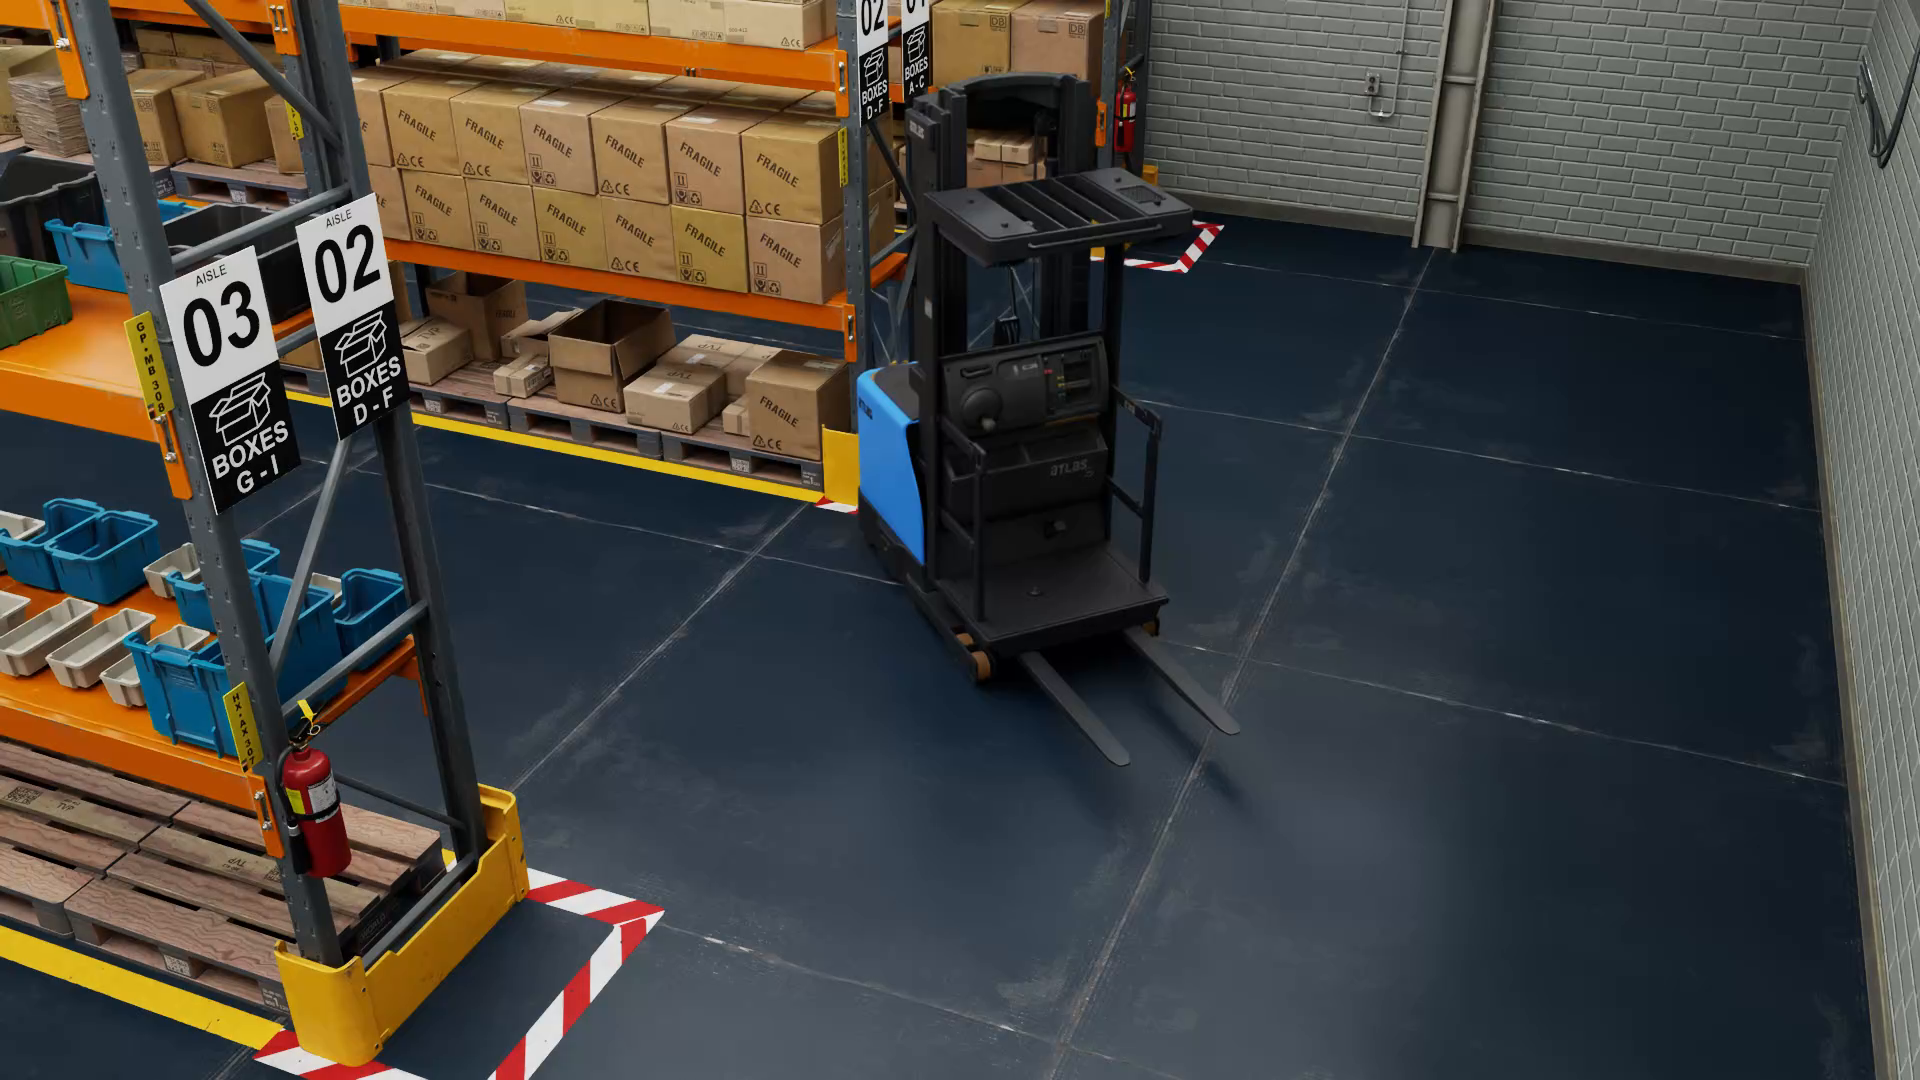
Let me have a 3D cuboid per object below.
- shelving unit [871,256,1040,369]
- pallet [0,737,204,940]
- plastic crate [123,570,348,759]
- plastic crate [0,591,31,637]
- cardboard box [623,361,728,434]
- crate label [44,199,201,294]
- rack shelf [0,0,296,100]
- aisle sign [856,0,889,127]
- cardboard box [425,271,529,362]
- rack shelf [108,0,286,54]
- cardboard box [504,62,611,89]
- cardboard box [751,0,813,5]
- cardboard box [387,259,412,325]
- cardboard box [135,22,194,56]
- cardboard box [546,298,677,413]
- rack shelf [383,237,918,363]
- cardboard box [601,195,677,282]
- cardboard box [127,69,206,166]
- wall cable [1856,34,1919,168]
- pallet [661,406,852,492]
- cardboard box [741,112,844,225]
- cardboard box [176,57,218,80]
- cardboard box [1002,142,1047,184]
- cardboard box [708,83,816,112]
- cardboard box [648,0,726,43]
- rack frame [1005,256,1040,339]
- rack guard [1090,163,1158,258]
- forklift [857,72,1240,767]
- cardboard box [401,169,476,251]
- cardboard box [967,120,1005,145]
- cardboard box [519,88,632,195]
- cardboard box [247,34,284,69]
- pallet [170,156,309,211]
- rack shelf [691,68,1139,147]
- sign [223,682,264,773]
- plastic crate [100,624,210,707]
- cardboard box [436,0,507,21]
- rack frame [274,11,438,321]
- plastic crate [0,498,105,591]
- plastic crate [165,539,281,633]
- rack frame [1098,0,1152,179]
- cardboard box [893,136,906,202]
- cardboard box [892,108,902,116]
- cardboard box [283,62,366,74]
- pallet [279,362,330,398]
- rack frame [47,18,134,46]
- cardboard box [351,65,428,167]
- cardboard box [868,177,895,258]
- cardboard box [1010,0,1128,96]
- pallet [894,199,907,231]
[{"bbox_3d":[0.022,-1.038,10.427,1.048,1.500,0.538,-18,28,-21],"label":"shelving unit"},{"bbox_3d":[-4.178,1.288,7.667,1.213,0.211,1.003,11,31,19],"label":"pallet"},{"bbox_3d":[-2.683,0.453,6.215,0.499,0.435,0.616,11,31,19],"label":"plastic crate"},{"bbox_3d":[-3.937,0.345,6.710,0.250,0.136,0.298,11,31,19],"label":"plastic crate"},{"bbox_3d":[-1.902,-0.959,11.157,0.500,0.250,0.500,11,31,19],"label":"cardboard box"},{"bbox_3d":[-3.035,-1.088,6.141,0.502,0.251,0.408,11,31,19],"label":"crate label"},{"bbox_3d":[-4.155,-2.023,5.733,4.000,0.370,1.077,11,31,19],"label":"rack shelf"},{"bbox_3d":[-0.488,-2.766,9.365,0.004,0.787,0.394,11,31,19],"label":"aisle sign"},{"bbox_3d":[-3.508,-1.654,12.132,0.500,0.500,0.500,11,31,19],"label":"cardboard box"},{"bbox_3d":[-5.996,-3.889,11.677,4.000,0.370,1.077,11,31,19],"label":"rack shelf"},{"bbox_3d":[-2.634,-2.843,11.025,0.500,0.500,0.500,12,31,20],"label":"cardboard box"},{"bbox_3d":[-1.008,-3.224,9.412,0.500,0.250,0.500,11,31,19],"label":"cardboard box"},{"bbox_3d":[-4.499,-1.831,12.445,0.500,0.500,0.500,10,31,17],"label":"cardboard box"},{"bbox_3d":[-8.599,-5.487,18.152,0.500,0.250,0.500,11,31,18],"label":"cardboard box"},{"bbox_3d":[-2.400,-1.286,11.478,0.637,0.503,0.797,11,31,19],"label":"cardboard box"},{"bbox_3d":[-2.289,-1.844,11.106,4.000,0.370,1.077,11,31,19],"label":"rack shelf"},{"bbox_3d":[-1.896,-1.978,10.511,0.500,0.500,0.500,12,31,20],"label":"cardboard box"},{"bbox_3d":[-5.803,-3.052,11.984,0.500,0.500,0.700,4,30,6],"label":"cardboard box"},{"bbox_3d":[6.529,-4.097,11.420,0.112,2.526,3.097,11,31,19],"label":"wall cable"},{"bbox_3d":[-1.246,-0.734,11.245,1.213,0.211,1.003,11,31,19],"label":"pallet"},{"bbox_3d":[-0.952,-2.222,9.927,0.500,0.500,0.500,11,31,19],"label":"cardboard box"},{"bbox_3d":[-8.053,-5.055,18.150,0.500,0.500,0.700,12,32,20],"label":"cardboard box"},{"bbox_3d":[0.737,-3.225,14.931,0.500,0.500,0.700,11,31,19],"label":"cardboard box"},{"bbox_3d":[-1.236,-2.561,10.526,0.500,0.500,0.500,12,31,20],"label":"cardboard box"},{"bbox_3d":[-1.471,-3.100,9.701,0.500,0.250,0.500,11,31,19],"label":"cardboard box"},{"bbox_3d":[0.473,-1.184,10.611,0.032,1.500,0.500,-18,28,-21],"label":"rack frame"},{"bbox_3d":[1.445,-2.953,14.879,0.348,0.500,1.175,11,31,19],"label":"rack guard"},{"bbox_3d":[0.441,-0.764,8.534,1.130,2.935,3.031,-12,32,-21],"label":"forklift"},{"bbox_3d":[-3.297,-2.258,11.007,0.500,0.500,0.500,12,32,20],"label":"cardboard box"},{"bbox_3d":[0.226,-3.715,15.140,0.250,0.149,0.380,12,31,20],"label":"cardboard box"},{"bbox_3d":[-2.379,-2.504,10.426,0.500,0.500,0.500,12,32,21],"label":"cardboard box"},{"bbox_3d":[-7.182,-5.199,17.643,0.500,0.250,0.500,12,32,20],"label":"cardboard box"},{"bbox_3d":[-4.842,-2.641,11.980,1.213,0.211,1.003,11,31,19],"label":"pallet"},{"bbox_3d":[-0.430,-4.103,15.103,4.000,0.370,1.077,11,31,19],"label":"rack shelf"},{"bbox_3d":[-2.494,0.654,5.790,0.005,0.325,0.100,11,31,19],"label":"sign"},{"bbox_3d":[-3.126,0.491,6.450,0.243,0.136,0.396,11,31,19],"label":"plastic crate"},{"bbox_3d":[-2.861,-3.377,10.192,0.500,0.250,0.500,11,31,19],"label":"cardboard box"},{"bbox_3d":[-4.143,-2.527,11.583,0.127,3.000,1.000,11,31,19],"label":"rack frame"},{"bbox_3d":[-3.905,0.023,7.181,0.300,0.233,0.416,11,31,19],"label":"plastic crate"},{"bbox_3d":[-3.017,0.200,6.868,0.300,0.233,0.416,11,31,19],"label":"plastic crate"},{"bbox_3d":[1.423,-4.046,14.271,0.127,3.000,1.000,11,31,19],"label":"rack frame"},{"bbox_3d":[-0.690,-3.505,15.428,0.500,0.500,0.700,12,32,20],"label":"cardboard box"},{"bbox_3d":[-0.722,-3.903,15.473,0.250,0.149,0.380,12,31,20],"label":"cardboard box"},{"bbox_3d":[-6.677,-4.739,17.590,0.500,0.500,0.700,12,32,20],"label":"cardboard box"},{"bbox_3d":[-4.911,-1.446,12.505,1.213,0.211,1.003,11,31,19],"label":"pallet"},{"bbox_3d":[-9.697,-6.266,18.199,0.127,3.000,1.000,11,31,19],"label":"rack frame"},{"bbox_3d":[-3.812,-2.790,10.931,0.500,0.500,0.500,12,32,20],"label":"cardboard box"},{"bbox_3d":[-0.748,-2.033,10.607,0.500,0.500,0.500,12,32,20],"label":"cardboard box"},{"bbox_3d":[0.946,-4.266,14.356,0.700,0.700,0.980,13,32,21],"label":"cardboard box"},{"bbox_3d":[-0.474,-3.171,15.557,1.213,0.211,1.003,11,31,19],"label":"pallet"}]
